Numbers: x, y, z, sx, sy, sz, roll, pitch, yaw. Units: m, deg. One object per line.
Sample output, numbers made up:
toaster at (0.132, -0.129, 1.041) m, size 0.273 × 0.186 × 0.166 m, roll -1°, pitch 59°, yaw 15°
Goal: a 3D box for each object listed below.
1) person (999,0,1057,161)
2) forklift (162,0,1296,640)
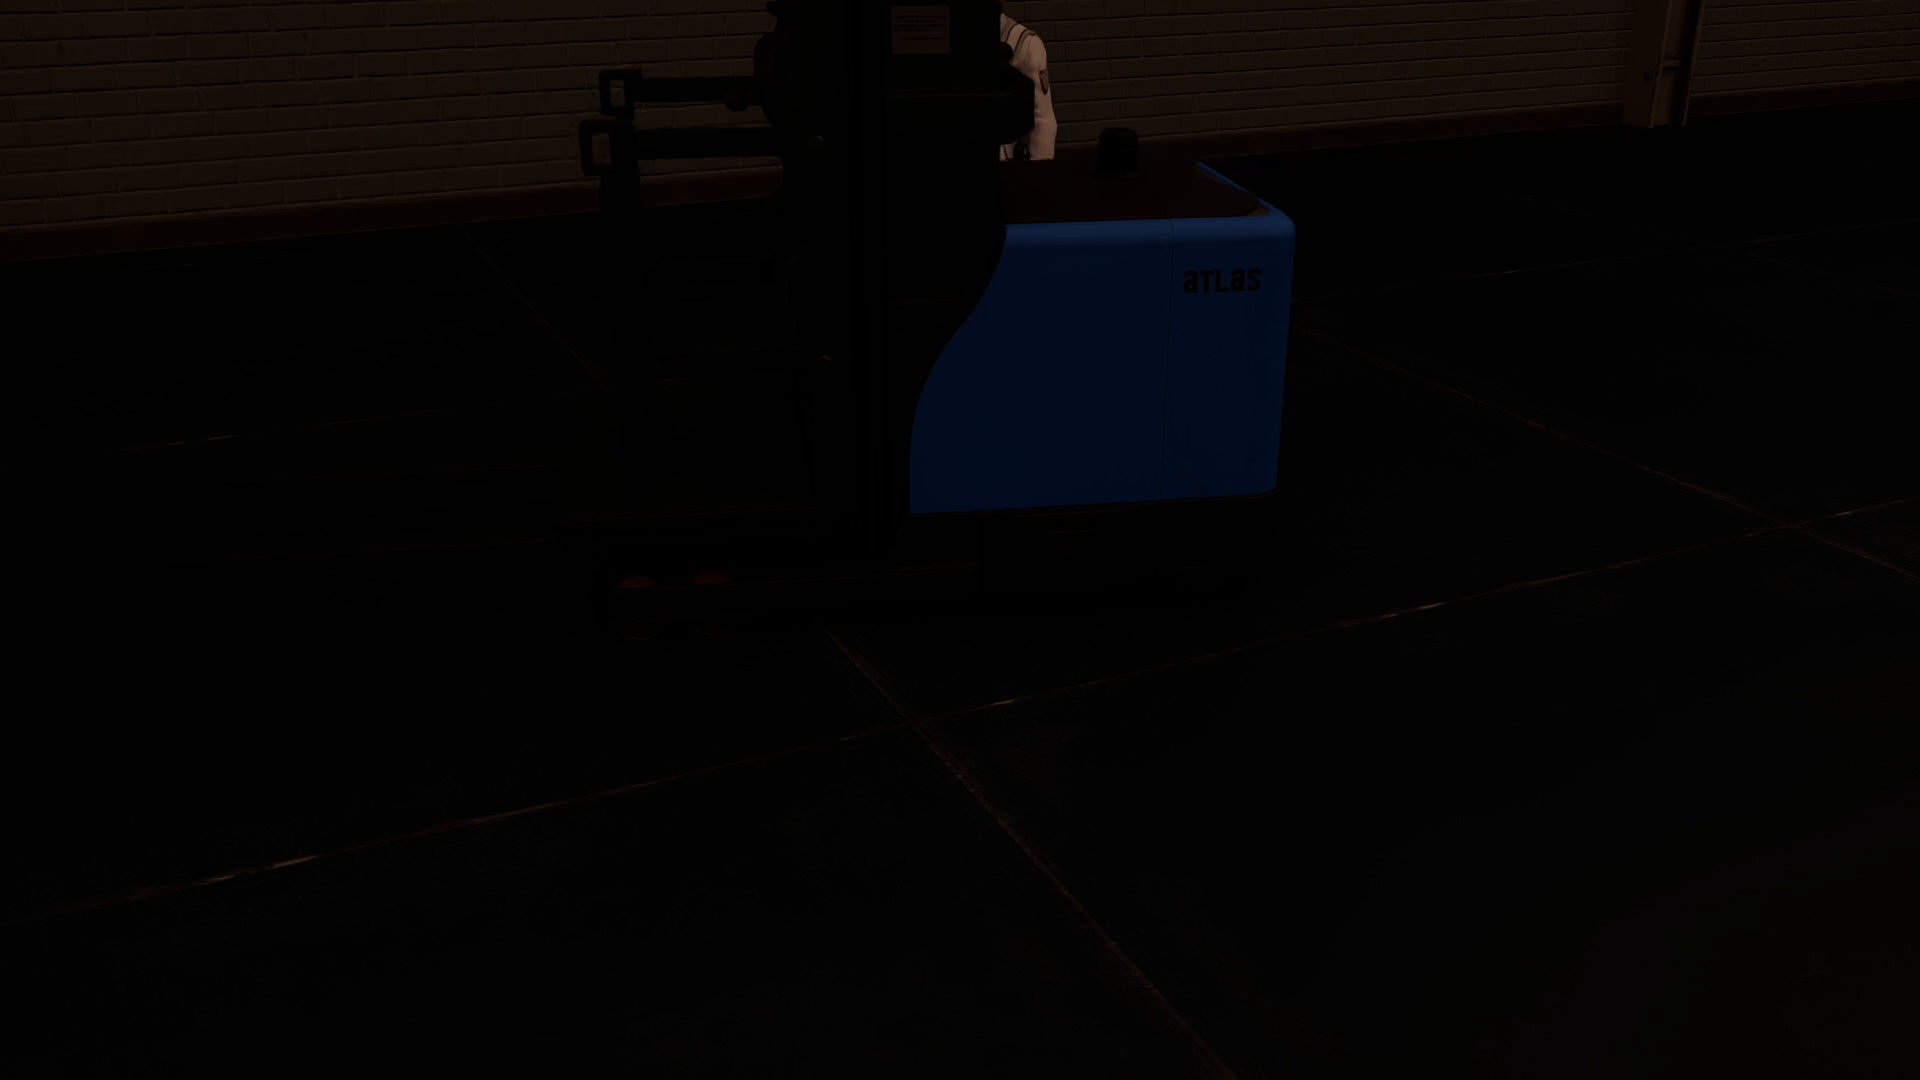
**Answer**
person at (0.030, -1.253, 5.894) m, size 0.586 × 1.694 × 0.530 m, roll 7°, pitch 24°, yaw 17°
forklift at (-0.659, -1.302, 4.421) m, size 3.031 × 2.935 × 1.130 m, roll -3°, pitch 23°, yaw -8°
